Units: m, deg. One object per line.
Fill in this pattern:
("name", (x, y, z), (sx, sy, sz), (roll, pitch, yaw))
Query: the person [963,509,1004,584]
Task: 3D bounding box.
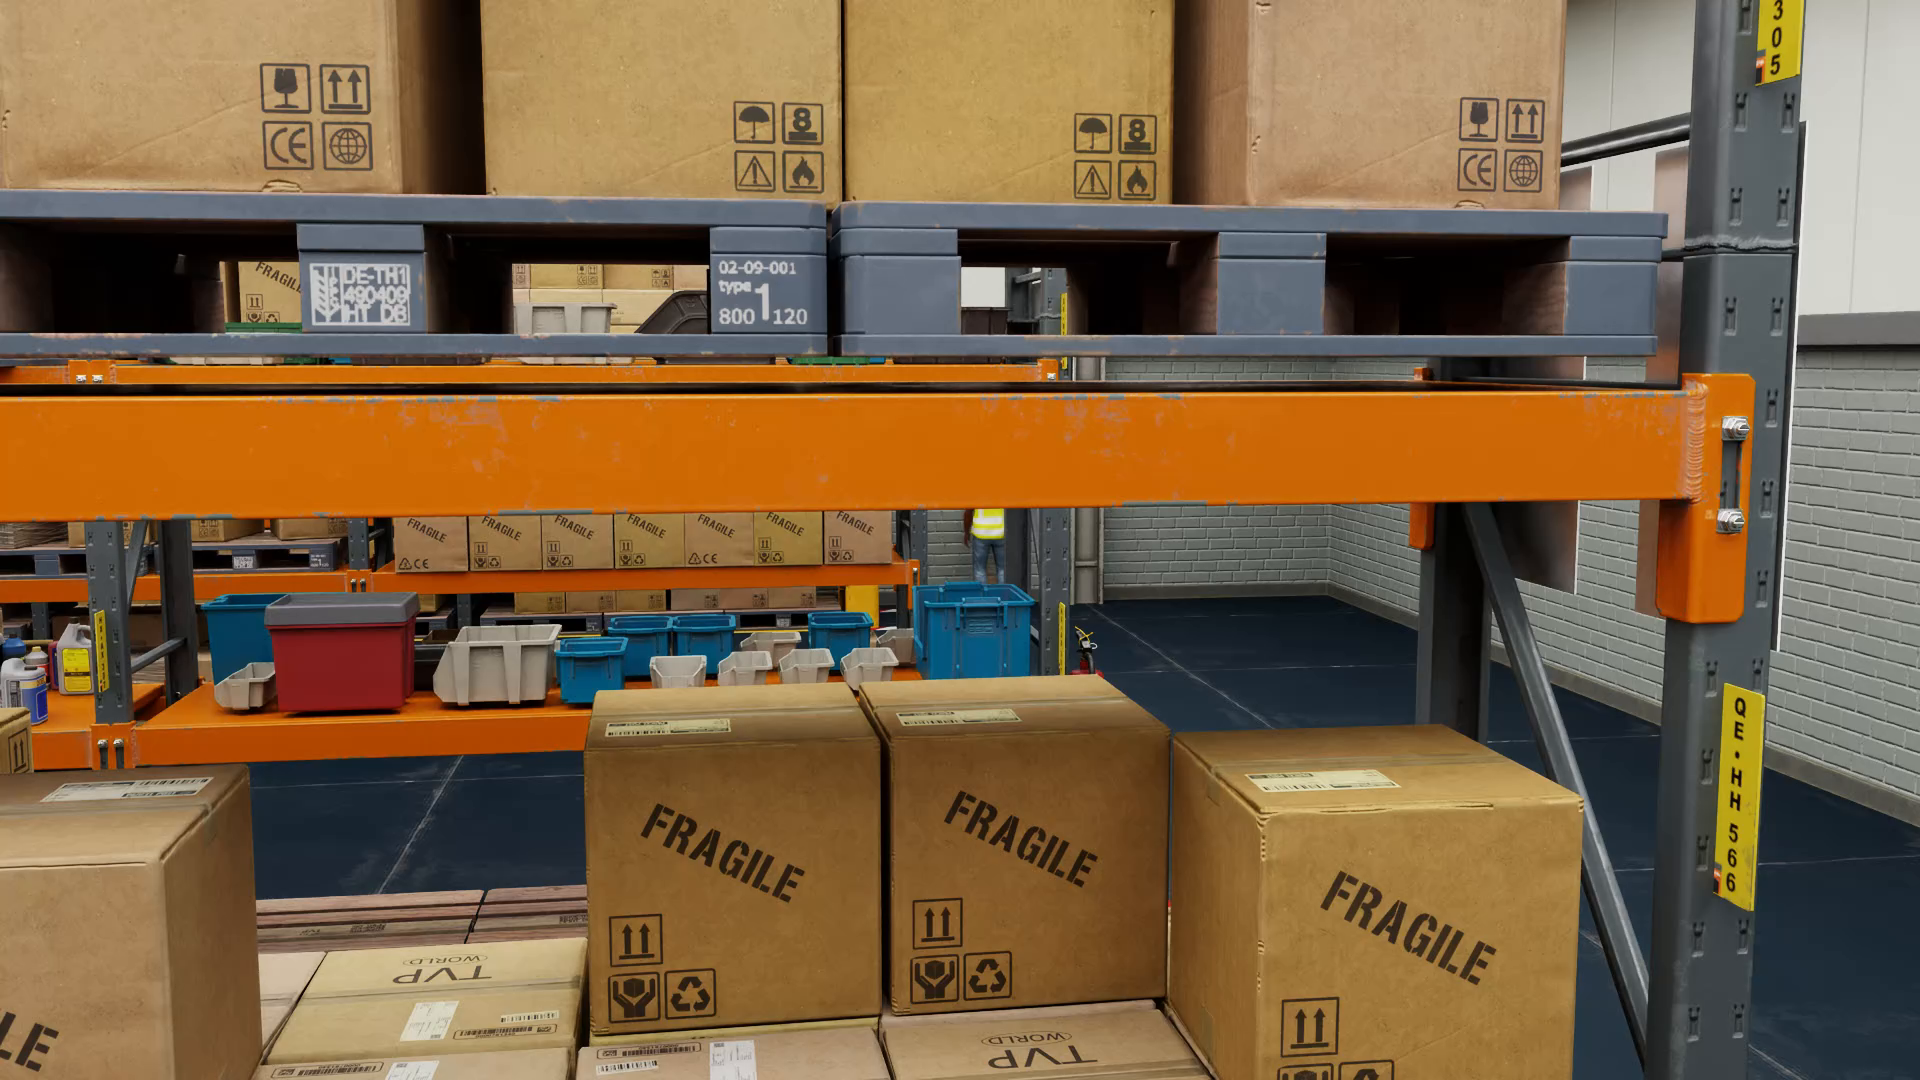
("person", (0.328, -0.061, 18.183), (0.606, 1.758, 0.449), (-1, 7, -11))
